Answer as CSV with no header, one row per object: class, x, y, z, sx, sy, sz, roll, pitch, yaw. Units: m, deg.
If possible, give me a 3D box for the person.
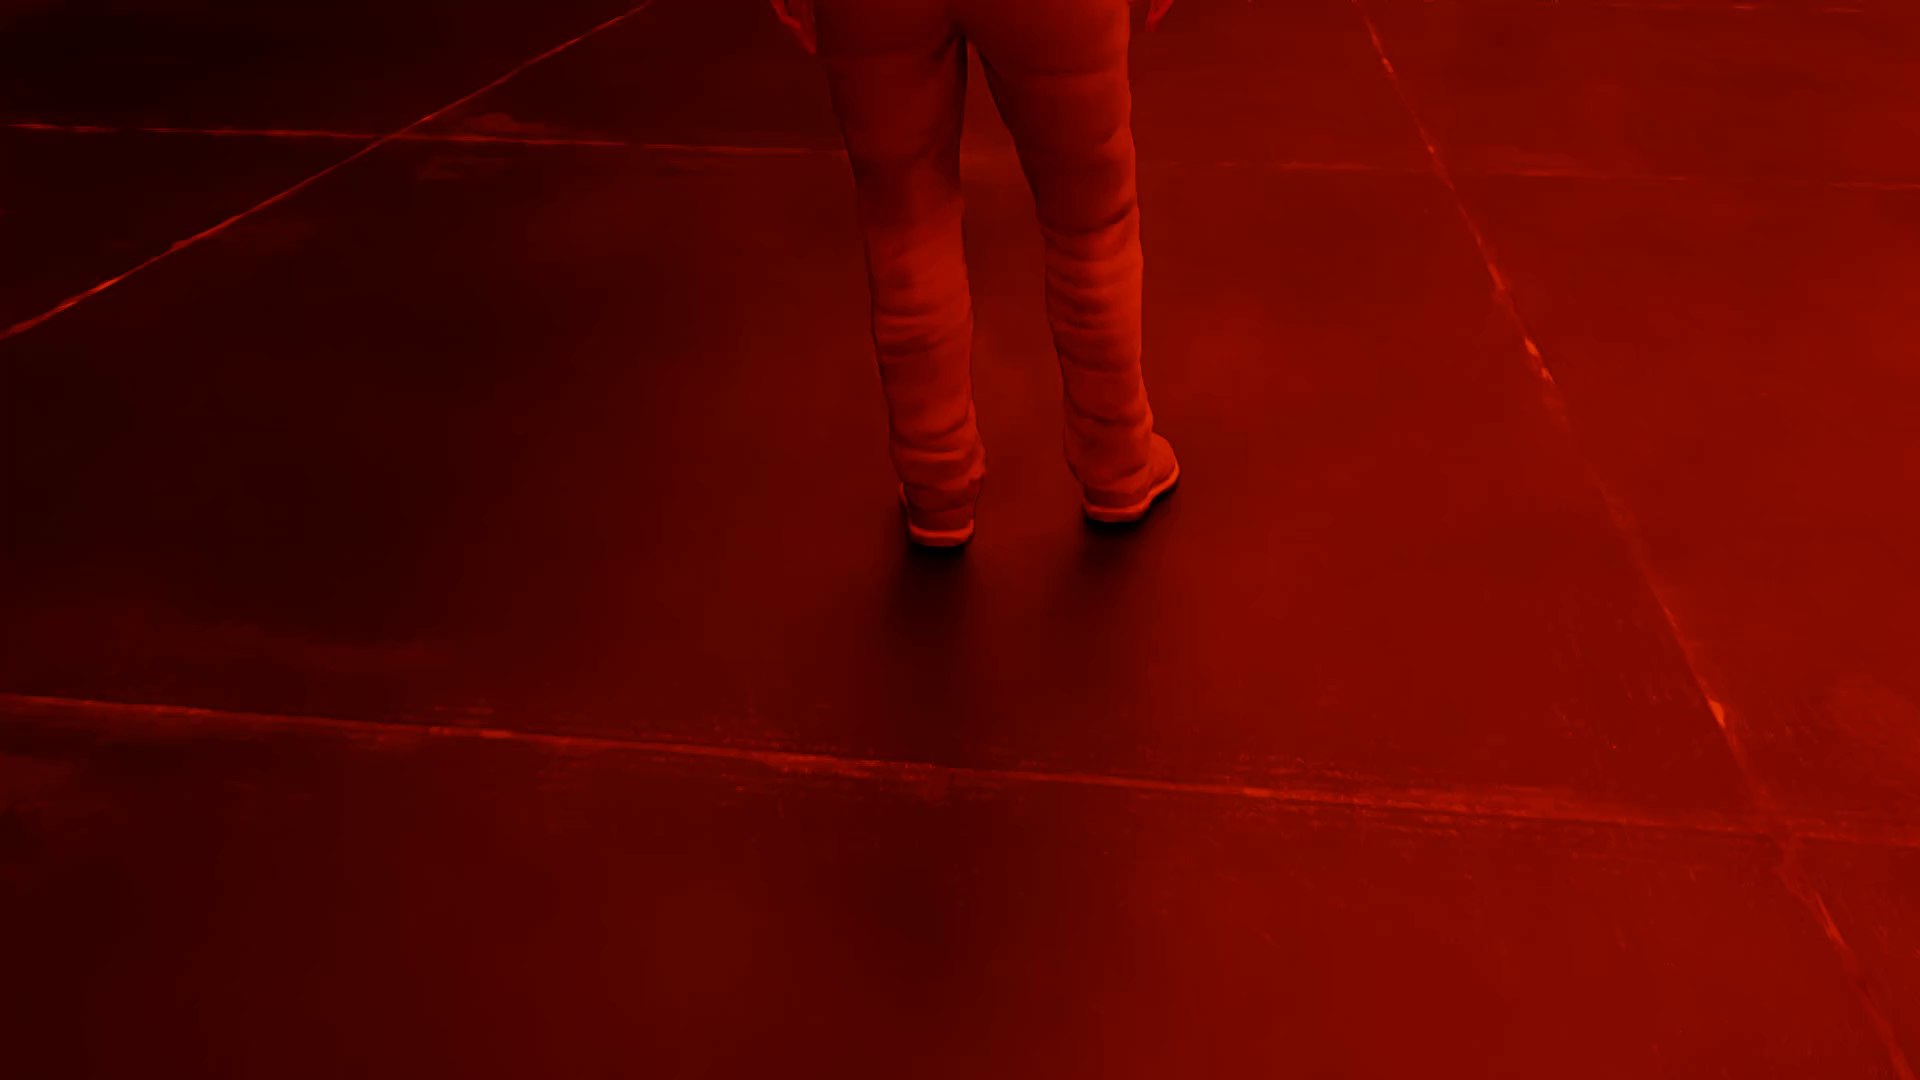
person,0.033,-0.785,2.190,0.598,1.669,0.529,3,27,7
